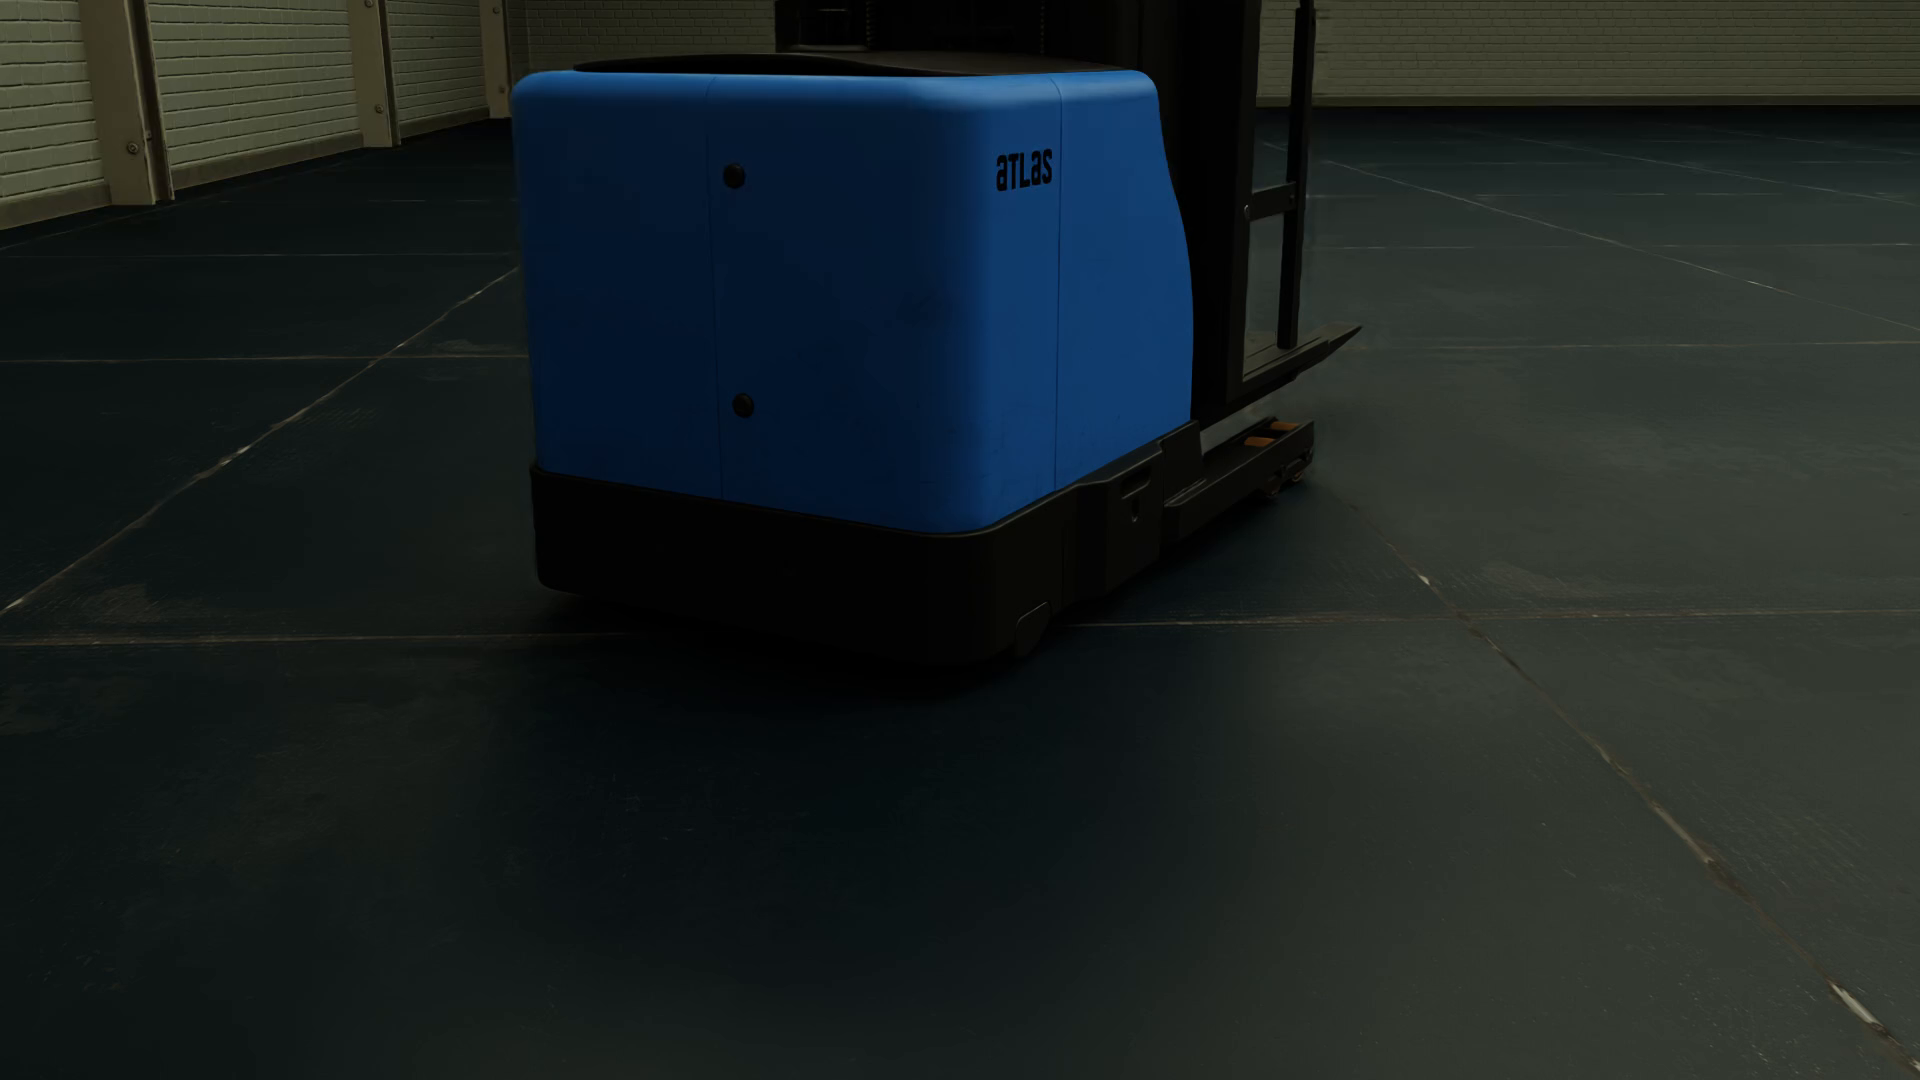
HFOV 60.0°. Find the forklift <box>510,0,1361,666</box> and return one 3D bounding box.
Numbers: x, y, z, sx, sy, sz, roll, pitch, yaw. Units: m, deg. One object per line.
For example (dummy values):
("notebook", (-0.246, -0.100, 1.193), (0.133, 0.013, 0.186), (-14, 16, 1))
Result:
("forklift", (0.289, -1.560, 4.006), (1.130, 2.935, 3.031), (9, 19, 28))
